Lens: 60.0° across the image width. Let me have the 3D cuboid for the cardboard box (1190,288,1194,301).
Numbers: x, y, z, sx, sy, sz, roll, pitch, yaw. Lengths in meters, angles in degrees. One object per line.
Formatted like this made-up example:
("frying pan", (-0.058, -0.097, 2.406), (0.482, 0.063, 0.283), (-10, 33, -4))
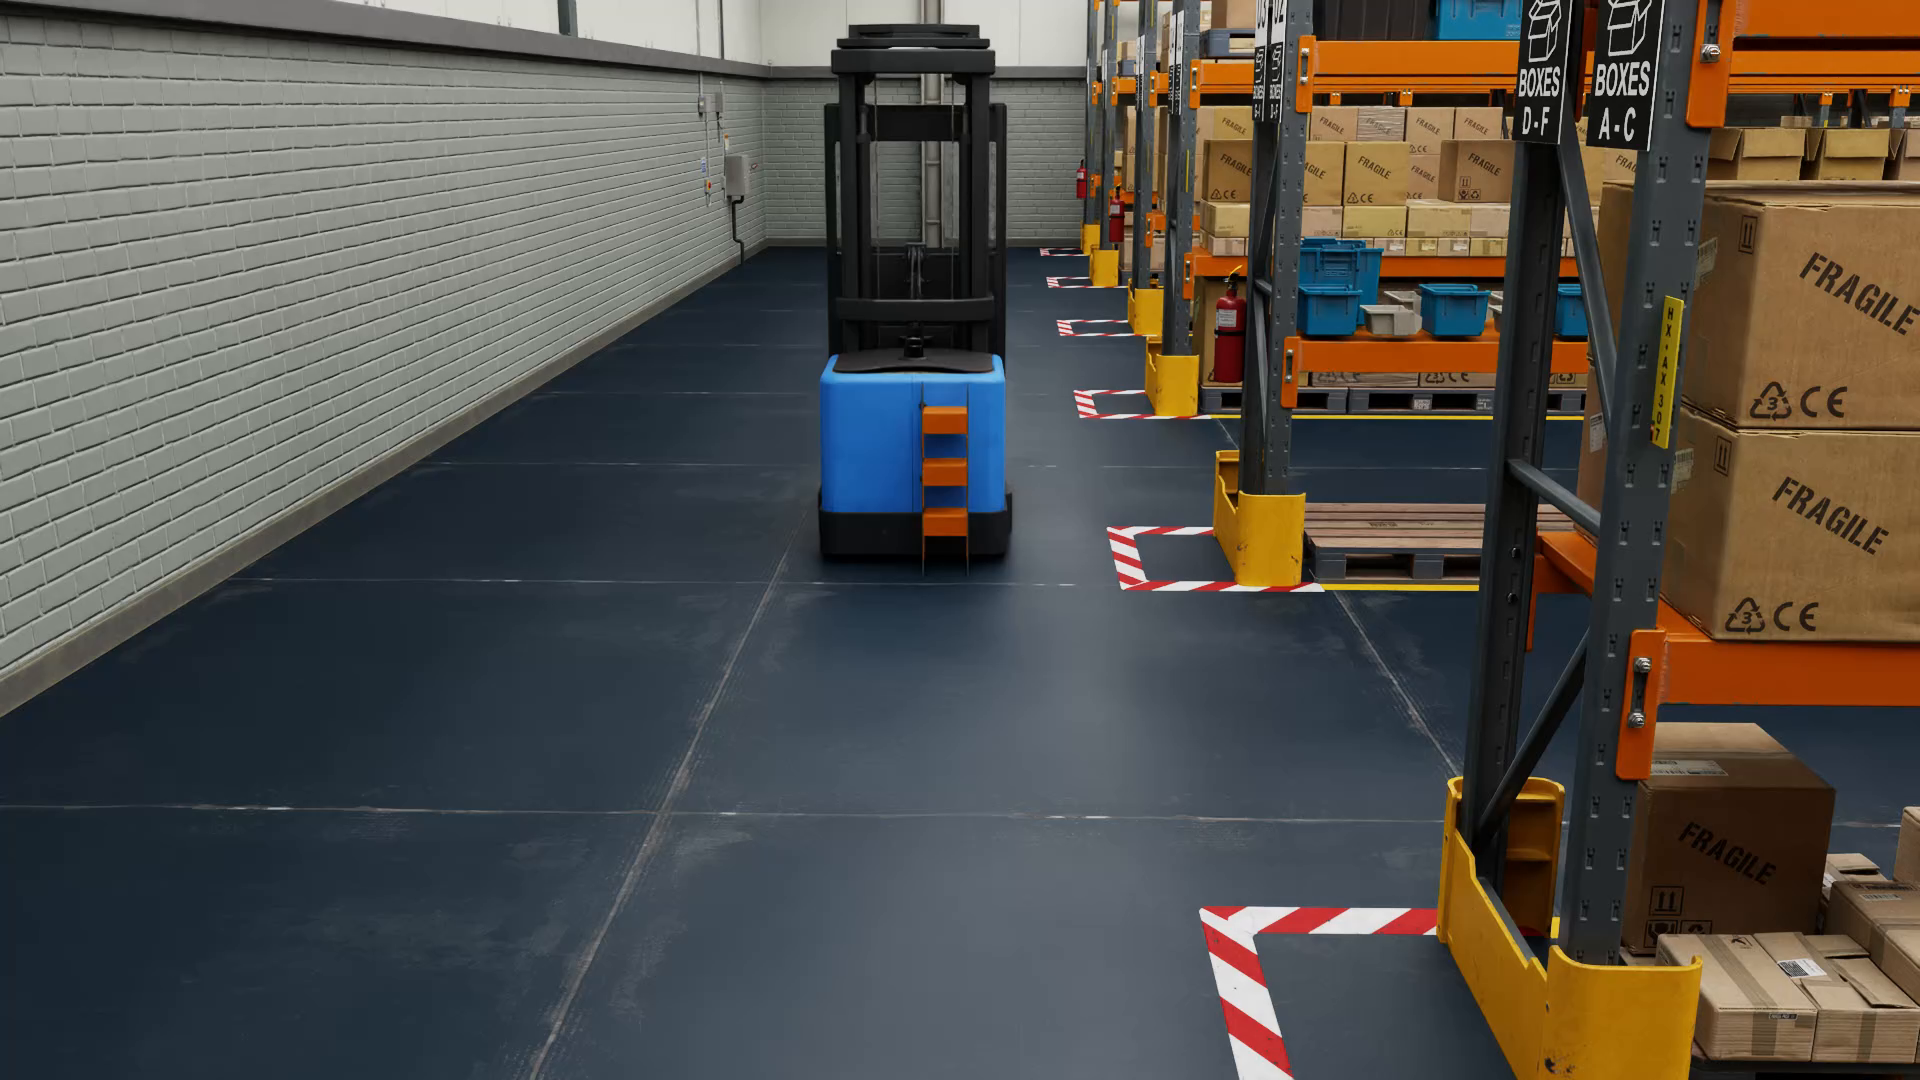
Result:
("cardboard box", (2.570, -2.779, 18.675), (0.250, 0.149, 0.380), (1, 15, 4))

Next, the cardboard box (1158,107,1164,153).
("cardboard box", (2.516, -4.616, 18.715), (0.500, 0.500, 0.500), (0, 15, 0))

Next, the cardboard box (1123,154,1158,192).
("cardboard box", (2.550, -5.114, 23.149), (0.500, 0.500, 0.500), (0, 15, 1))

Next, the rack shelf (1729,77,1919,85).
("rack shelf", (7.823, -3.679, 13.433), (4.000, 0.370, 1.077), (0, 15, 1))

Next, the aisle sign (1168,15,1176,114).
("aisle sign", (1.760, -3.949, 13.833), (0.004, 0.787, 0.394), (0, 15, 1))

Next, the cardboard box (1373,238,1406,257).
("cardboard box", (3.457, -2.400, 13.547), (0.250, 0.149, 0.380), (0, 15, 1))

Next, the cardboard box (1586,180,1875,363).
("cardboard box", (2.020, -0.688, 4.412), (0.500, 0.500, 0.500), (0, 15, 1))

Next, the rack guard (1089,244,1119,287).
("rack guard", (2.054, -3.934, 23.771), (0.348, 0.500, 1.175), (0, 15, 1))

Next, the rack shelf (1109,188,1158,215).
("rack shelf", (4.077, -4.782, 23.494), (4.000, 0.370, 1.077), (0, 15, 1))

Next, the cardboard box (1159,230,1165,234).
("cardboard box", (3.663, -5.359, 28.349), (0.500, 0.500, 0.700), (1, 15, 4))

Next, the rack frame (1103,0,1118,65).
("rack frame", (2.078, -8.043, 22.686), (0.127, 3.000, 1.000), (0, 15, 1))

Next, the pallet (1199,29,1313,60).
("pallet", (2.567, -4.021, 13.493), (1.213, 0.211, 1.003), (0, 15, 1))

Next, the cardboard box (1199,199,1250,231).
("cardboard box", (2.316, -2.751, 14.098), (0.500, 0.250, 0.500), (0, 15, 1))

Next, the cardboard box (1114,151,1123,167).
("cardboard box", (2.648, -6.408, 27.959), (0.500, 0.250, 0.500), (0, 15, 2))

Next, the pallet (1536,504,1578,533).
("pallet", (3.738, 0.020, 9.350), (1.213, 0.211, 1.003), (0, 15, 1))

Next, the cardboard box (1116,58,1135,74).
("cardboard box", (2.637, -7.857, 27.573), (0.500, 0.250, 0.500), (0, 15, 1))

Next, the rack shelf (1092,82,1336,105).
("rack shelf", (4.200, -7.498, 27.909), (4.000, 0.370, 1.077), (0, 15, 1))

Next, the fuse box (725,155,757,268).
("fuse box", (-3.360, -5.085, 25.759), (0.414, 1.711, 0.539), (0, 15, 1))

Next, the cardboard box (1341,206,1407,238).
("cardboard box", (3.320, -2.609, 13.559), (0.500, 0.250, 0.500), (0, 15, 0))

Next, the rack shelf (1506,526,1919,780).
("rack shelf", (3.567, 0.272, 4.340), (4.000, 0.370, 1.077), (0, 15, 1))

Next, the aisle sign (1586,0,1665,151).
("aisle sign", (1.492, -1.271, 3.683), (0.004, 0.787, 0.394), (0, 15, 1))

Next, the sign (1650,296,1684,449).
("sign", (1.554, -0.369, 3.662), (0.005, 0.325, 0.100), (0, 15, 1))

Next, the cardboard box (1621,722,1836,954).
("cardboard box", (2.118, 0.848, 4.785), (0.500, 0.500, 0.500), (0, 15, 1))

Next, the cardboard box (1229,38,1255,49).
("cardboard box", (3.006, -5.427, 17.963), (0.500, 0.250, 0.500), (0, 15, 1))

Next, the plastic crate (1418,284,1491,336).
("plastic crate", (2.595, -1.210, 8.758), (0.300, 0.233, 0.416), (0, 15, 1))

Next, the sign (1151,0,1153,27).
("sign", (2.039, -5.614, 17.646), (0.005, 0.325, 0.100), (0, 15, 1))

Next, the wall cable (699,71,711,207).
("wall cable", (-3.560, -5.680, 23.435), (0.123, 1.953, 0.585), (0, 15, 1))

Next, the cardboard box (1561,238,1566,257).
("cardboard box", (4.739, -2.391, 13.516), (0.250, 0.149, 0.380), (1, 15, 2))

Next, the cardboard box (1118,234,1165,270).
("cardboard box", (2.740, -4.128, 23.805), (0.875, 0.438, 0.875), (0, 15, 0))

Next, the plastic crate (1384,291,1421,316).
("plastic crate", (2.518, -1.295, 9.266), (0.243, 0.136, 0.396), (0, 15, 1))

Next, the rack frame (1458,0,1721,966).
("rack frame", (1.568, -0.089, 4.297), (0.127, 3.000, 1.000), (0, 15, 1))

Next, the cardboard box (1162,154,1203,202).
("cardboard box", (2.494, -3.998, 18.335), (0.500, 0.500, 0.500), (1, 15, 4))

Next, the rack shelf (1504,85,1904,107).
("rack shelf", (8.050, -4.943, 18.225), (4.000, 0.370, 1.077), (0, 15, 1))

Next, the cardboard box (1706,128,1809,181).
("cardboard box", (6.462, -3.121, 13.625), (0.637, 0.503, 0.797), (0, 15, 0))

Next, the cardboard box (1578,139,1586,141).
("cardboard box", (5.351, -3.091, 13.918), (0.500, 0.500, 0.500), (0, 15, 1))

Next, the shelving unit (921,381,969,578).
("shelving unit", (-0.080, -0.325, 9.014), (0.252, 1.050, 0.215), (0, 15, 0))

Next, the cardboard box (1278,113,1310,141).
("cardboard box", (3.518, -4.474, 18.178), (0.500, 0.500, 0.500), (0, 15, 0))

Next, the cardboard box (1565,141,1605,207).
("cardboard box", (4.856, -2.962, 13.429), (0.500, 0.500, 0.500), (1, 15, 2))

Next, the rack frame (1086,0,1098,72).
("rack frame", (2.201, -9.309, 27.484), (0.127, 3.000, 1.000), (0, 15, 1))

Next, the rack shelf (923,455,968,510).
("rack shelf", (-0.080, -0.315, 9.017), (0.240, 0.259, 0.215), (0, 15, 0))

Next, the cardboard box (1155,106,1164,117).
("cardboard box", (2.689, -5.931, 23.014), (0.250, 0.149, 0.380), (1, 15, 3))

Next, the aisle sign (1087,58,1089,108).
("aisle sign", (2.125, -7.591, 27.636), (0.004, 0.787, 0.394), (0, 15, 1))

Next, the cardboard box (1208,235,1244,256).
("cardboard box", (2.171, -2.407, 13.577), (0.250, 0.149, 0.380), (1, 15, 2))

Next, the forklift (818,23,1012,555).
("forklift", (-0.264, -1.652, 10.358), (1.130, 2.935, 3.031), (0, 15, 0))

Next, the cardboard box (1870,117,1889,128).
("cardboard box", (12.643, -5.716, 22.750), (0.250, 0.149, 0.380), (0, 15, -1))
